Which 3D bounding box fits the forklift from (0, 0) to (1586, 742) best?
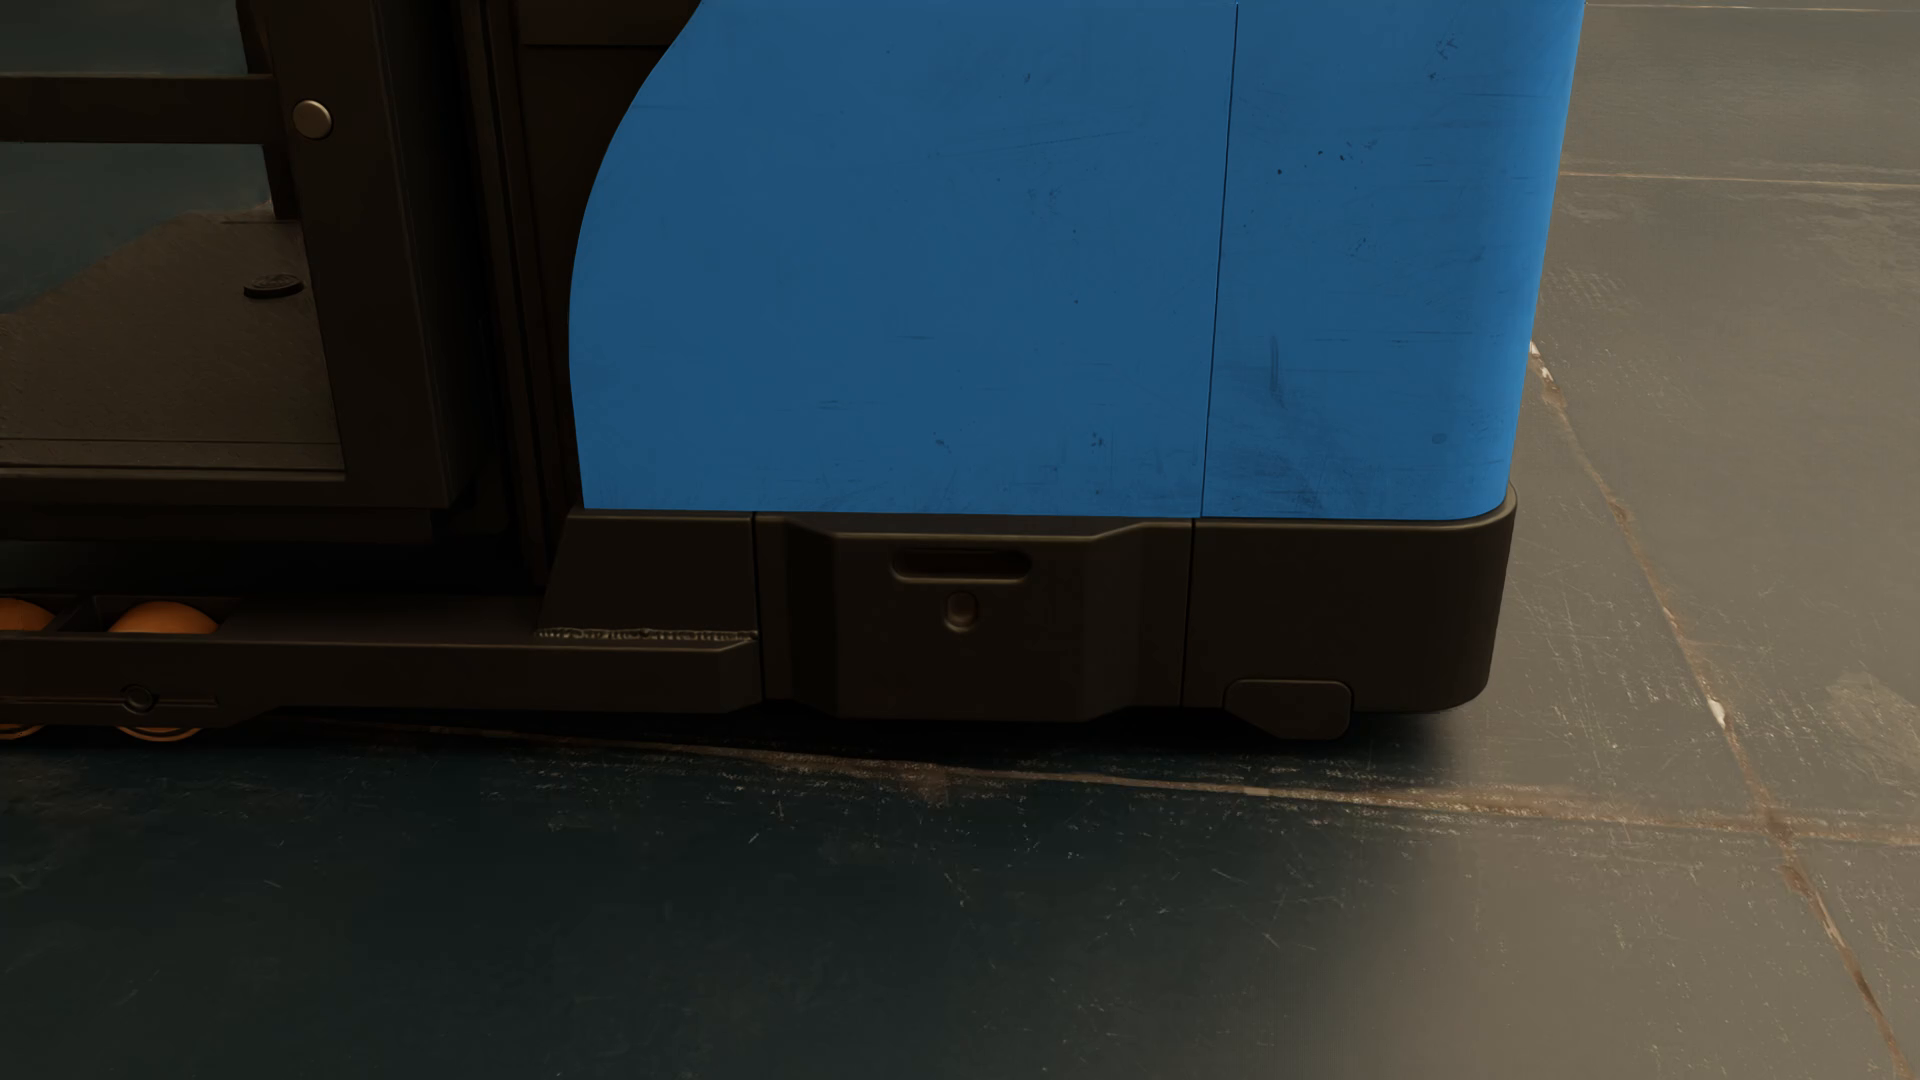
[{"bbox_3d":[-0.858,-1.303,1.828,3.031,2.935,1.130,1,27,2],"label":"forklift"}]
